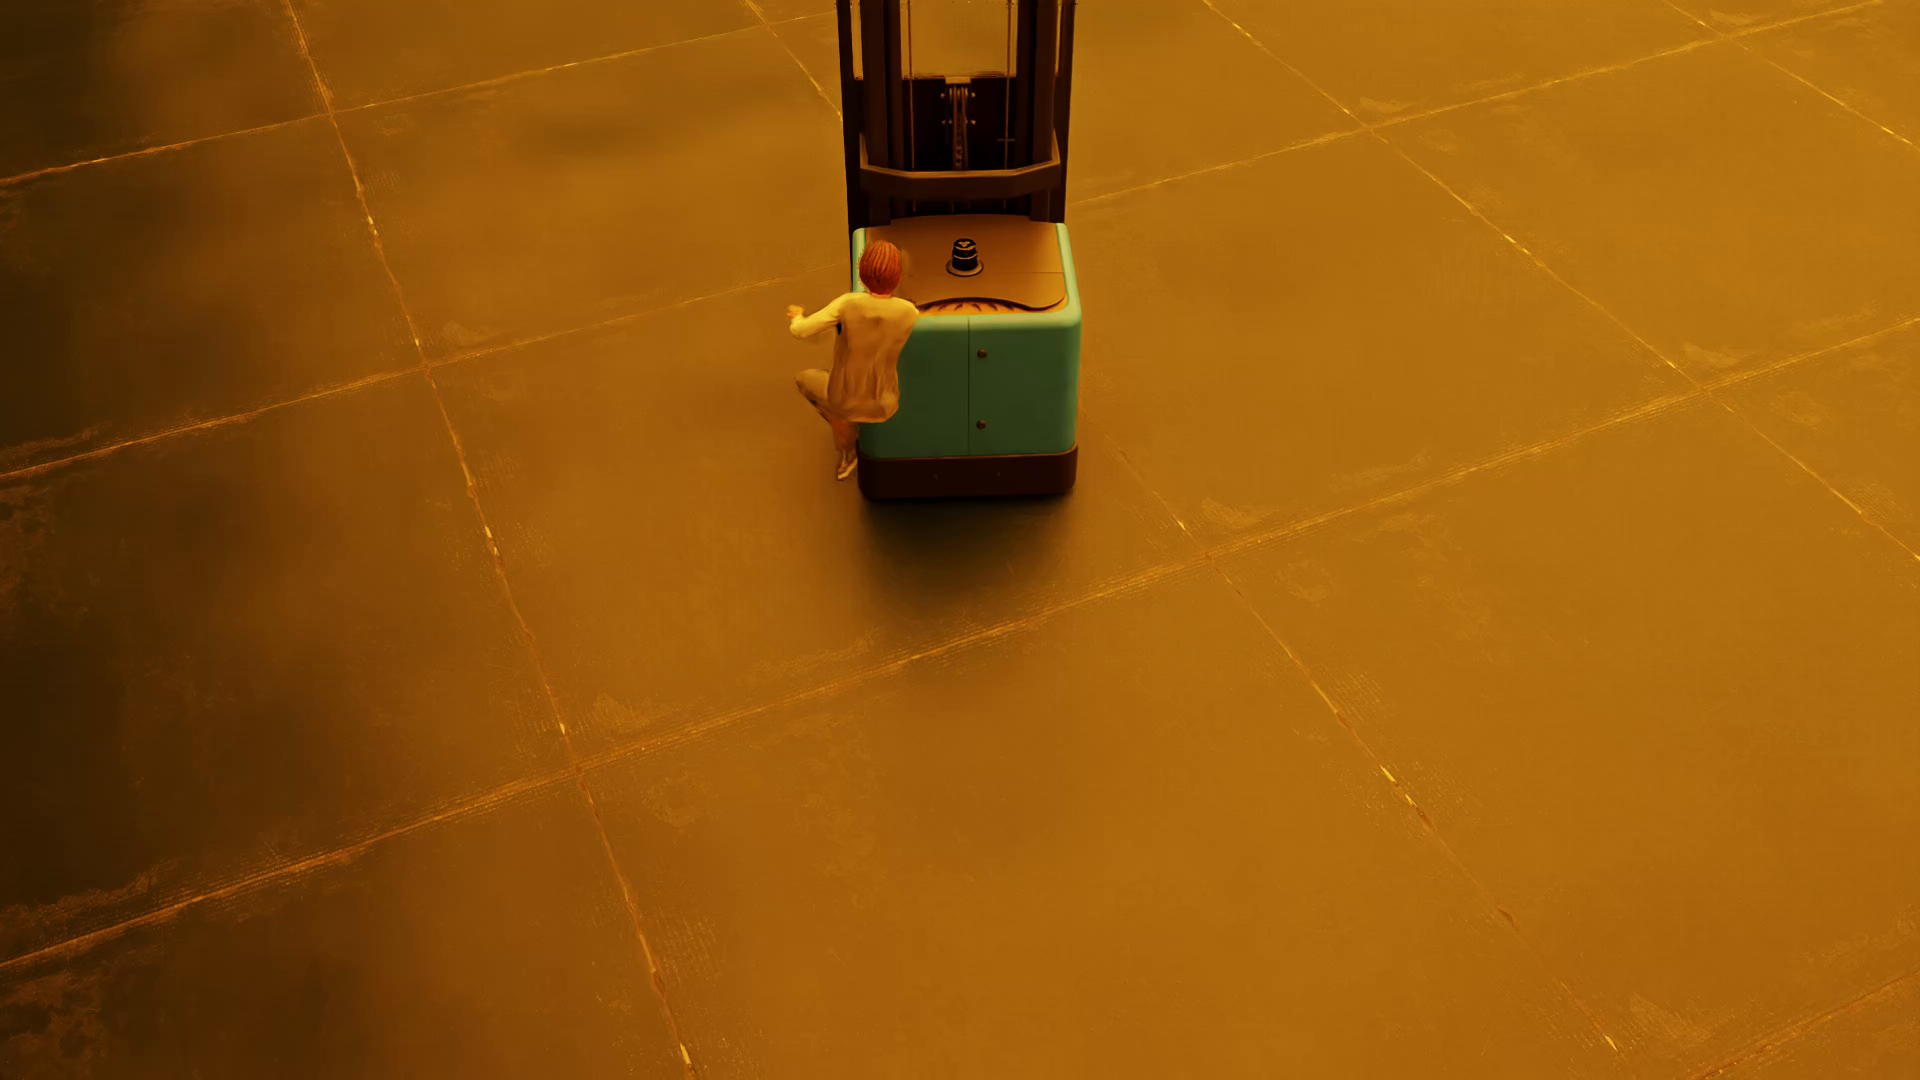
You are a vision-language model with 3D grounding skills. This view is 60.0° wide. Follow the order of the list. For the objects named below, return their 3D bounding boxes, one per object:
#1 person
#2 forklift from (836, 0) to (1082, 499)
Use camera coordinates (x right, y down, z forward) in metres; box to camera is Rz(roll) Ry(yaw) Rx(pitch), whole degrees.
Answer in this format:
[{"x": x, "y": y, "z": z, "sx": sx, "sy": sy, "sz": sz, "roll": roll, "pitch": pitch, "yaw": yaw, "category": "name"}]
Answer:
[{"x": -0.390, "y": -0.852, "z": 7.692, "sx": 0.805, "sy": 1.334, "sz": 0.706, "roll": -3, "pitch": 43, "yaw": -3, "category": "person"}, {"x": -0.032, "y": -2.262, "z": 8.104, "sx": 1.130, "sy": 2.935, "sz": 3.031, "roll": -2, "pitch": 43, "yaw": -2, "category": "forklift"}]
